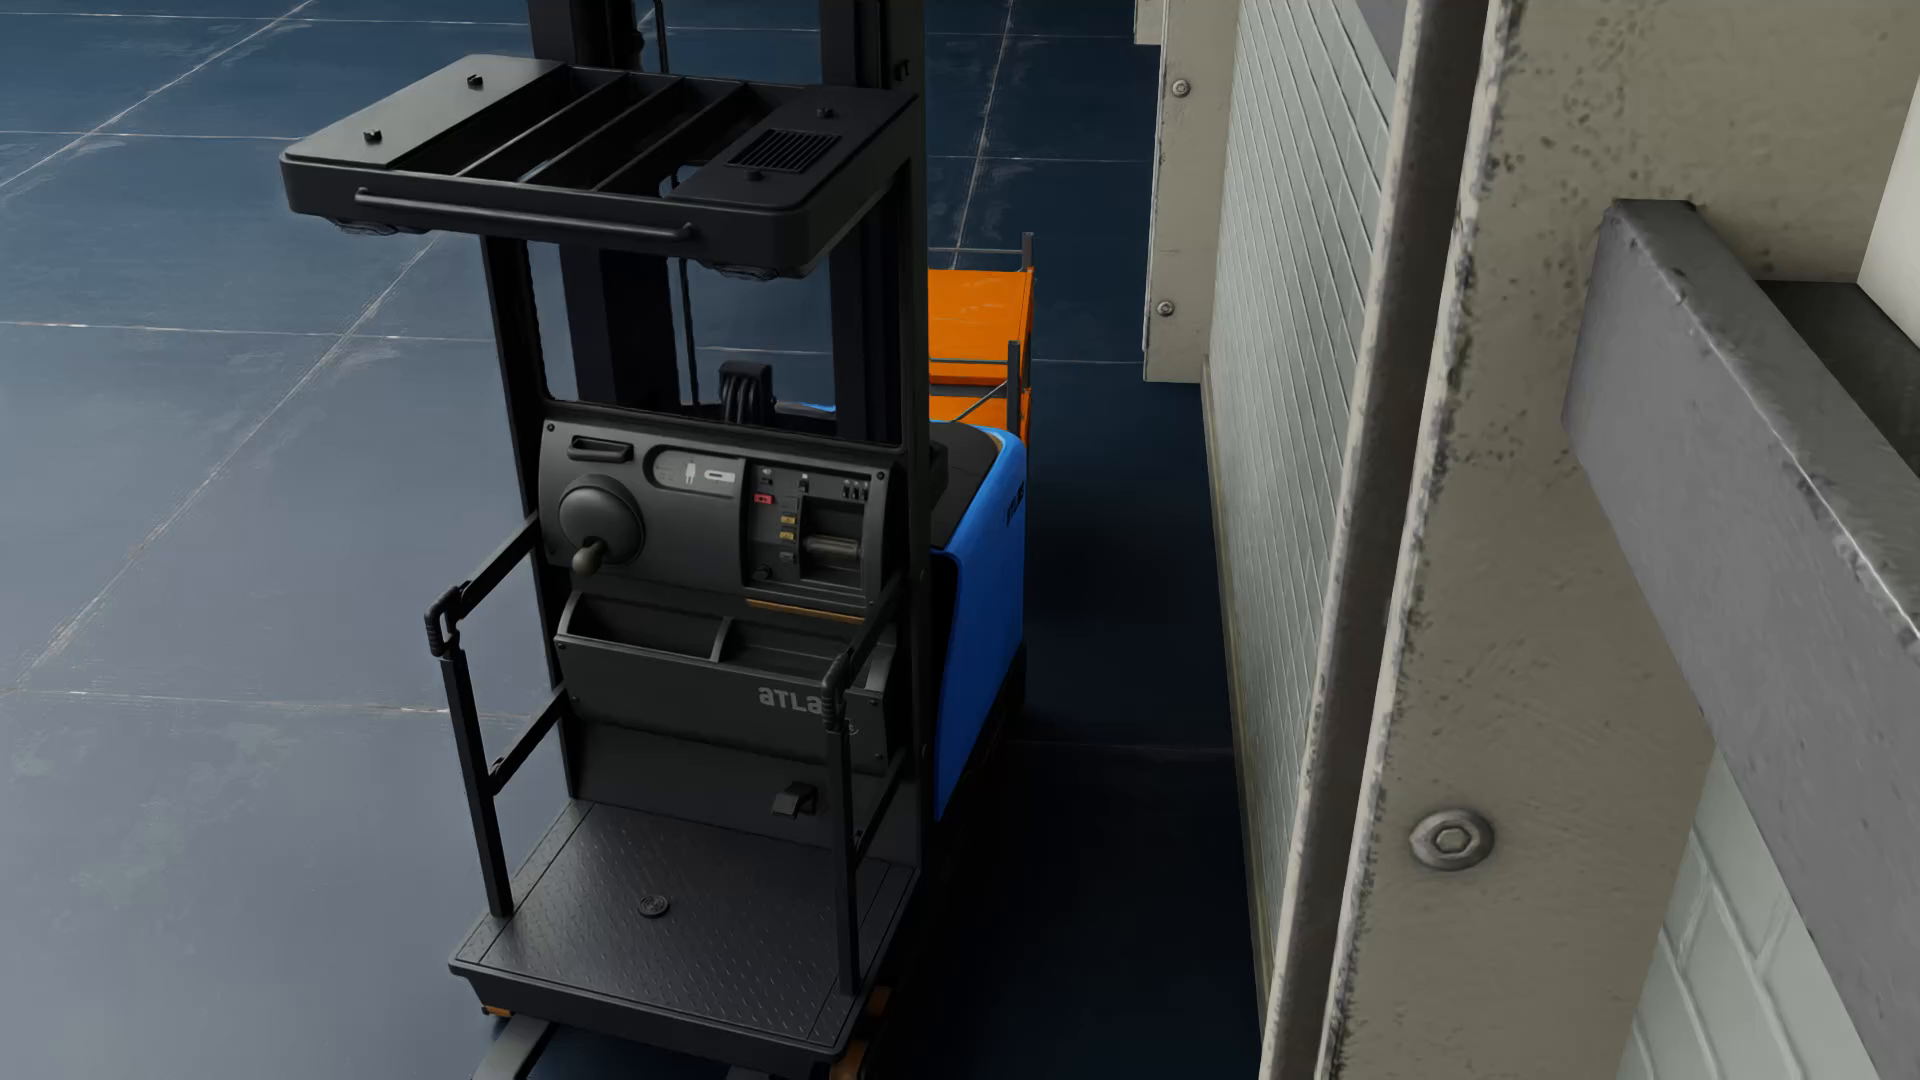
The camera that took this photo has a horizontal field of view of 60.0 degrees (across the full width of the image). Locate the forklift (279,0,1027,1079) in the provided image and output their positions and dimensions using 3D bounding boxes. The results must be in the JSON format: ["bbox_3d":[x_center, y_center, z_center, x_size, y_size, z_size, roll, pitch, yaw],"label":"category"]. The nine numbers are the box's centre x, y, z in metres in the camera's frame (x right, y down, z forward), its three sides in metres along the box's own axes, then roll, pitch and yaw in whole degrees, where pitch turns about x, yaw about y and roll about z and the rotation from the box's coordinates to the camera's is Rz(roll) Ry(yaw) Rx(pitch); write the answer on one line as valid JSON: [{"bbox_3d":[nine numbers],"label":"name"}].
[{"bbox_3d":[-0.679,-0.011,3.974,1.130,2.935,3.031,9,33,14],"label":"forklift"}]

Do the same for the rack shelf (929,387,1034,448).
[{"bbox_3d":[-0.001,-0.267,6.577,0.538,0.278,1.000,2,32,4],"label":"rack shelf"}]

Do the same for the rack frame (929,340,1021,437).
[{"bbox_3d":[-0.042,-0.210,6.018,0.500,1.125,0.032,2,32,4],"label":"rack frame"}]

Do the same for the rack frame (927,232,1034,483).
[{"bbox_3d":[0.041,-0.741,6.880,0.500,1.125,0.032,2,32,4],"label":"rack frame"}]

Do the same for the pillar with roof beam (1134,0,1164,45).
[{"bbox_3d":[-2.751,-8.012,11.174,9.100,9.000,0.400,2,32,4],"label":"pillar with roof beam"}]

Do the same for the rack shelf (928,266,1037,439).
[{"bbox_3d":[-0.001,-0.725,6.296,0.538,0.278,1.000,2,32,4],"label":"rack shelf"}]

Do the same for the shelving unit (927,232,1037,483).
[{"bbox_3d":[-0.001,-0.475,6.449,0.538,1.125,1.048,2,32,4],"label":"shelving unit"}]

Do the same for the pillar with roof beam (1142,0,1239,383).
[{"bbox_3d":[-3.240,-4.875,6.083,9.100,9.000,0.400,2,32,4],"label":"pillar with roof beam"}]
